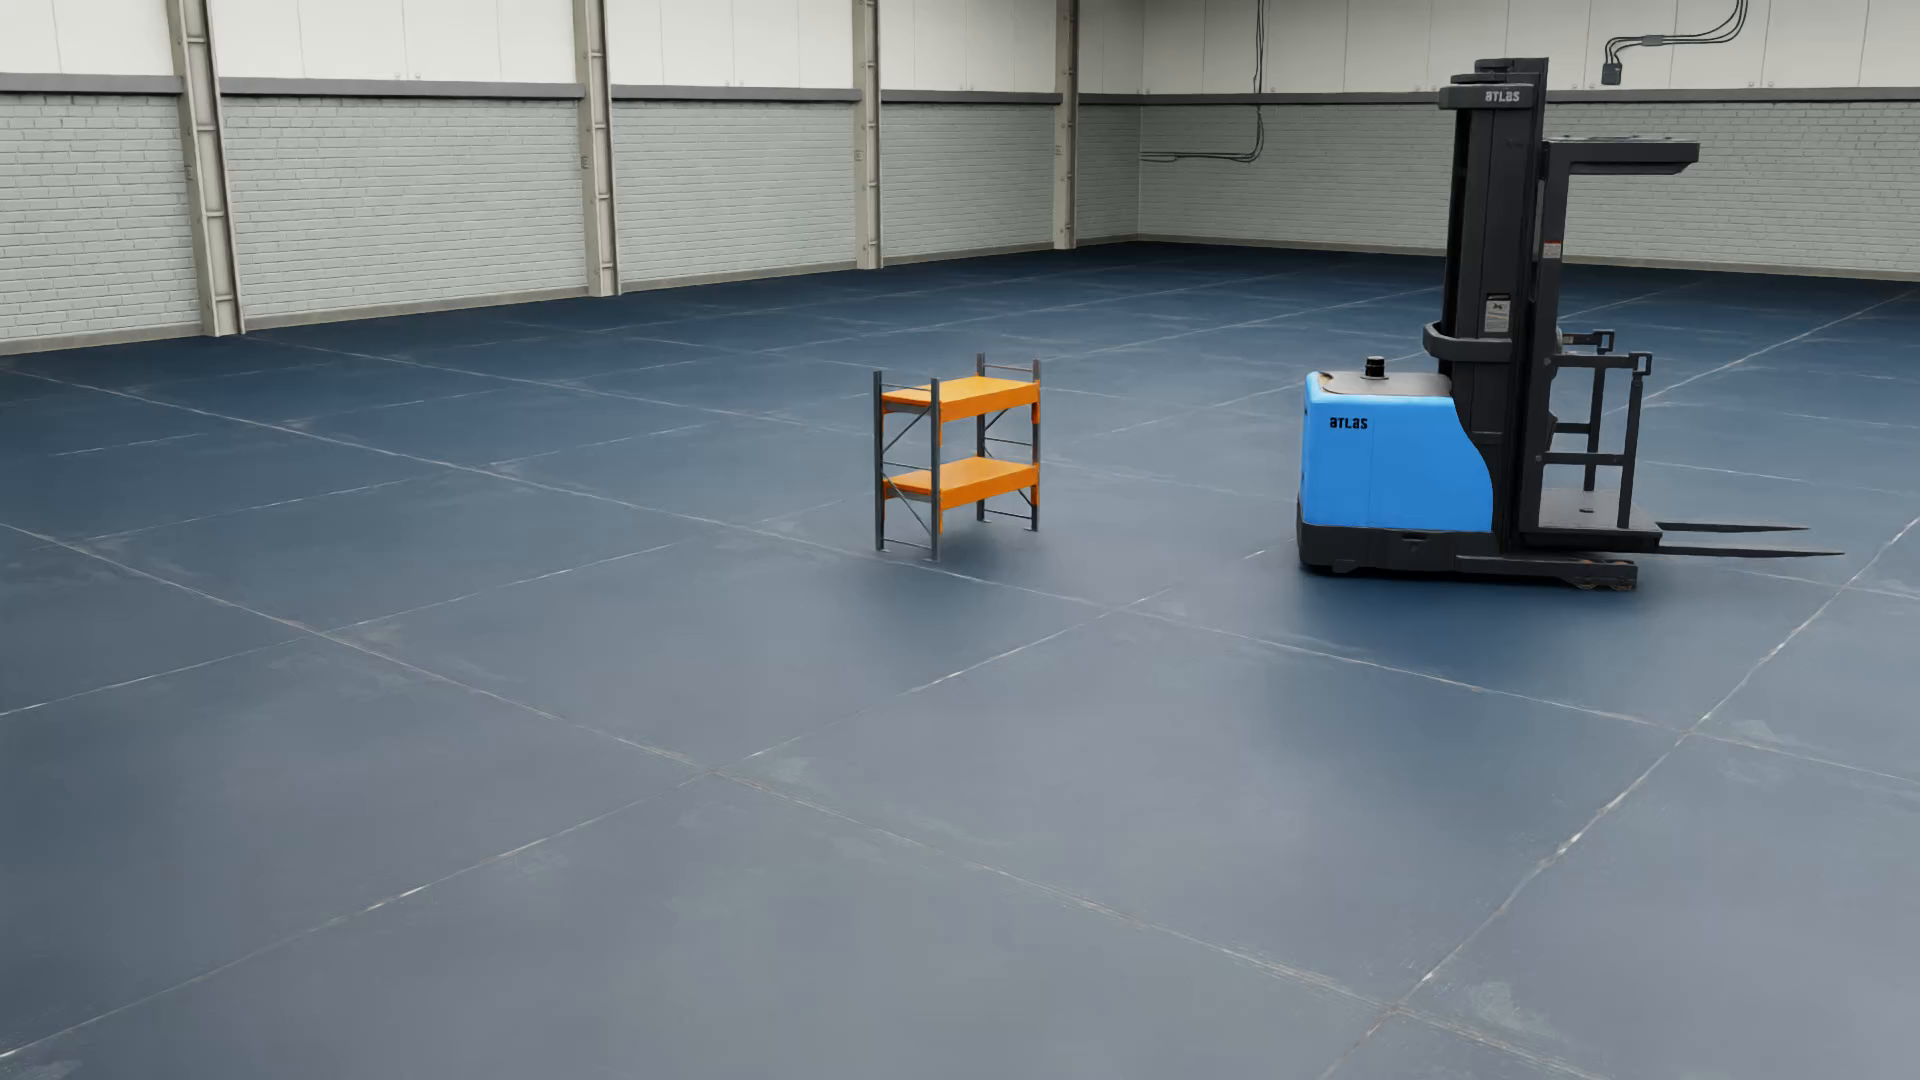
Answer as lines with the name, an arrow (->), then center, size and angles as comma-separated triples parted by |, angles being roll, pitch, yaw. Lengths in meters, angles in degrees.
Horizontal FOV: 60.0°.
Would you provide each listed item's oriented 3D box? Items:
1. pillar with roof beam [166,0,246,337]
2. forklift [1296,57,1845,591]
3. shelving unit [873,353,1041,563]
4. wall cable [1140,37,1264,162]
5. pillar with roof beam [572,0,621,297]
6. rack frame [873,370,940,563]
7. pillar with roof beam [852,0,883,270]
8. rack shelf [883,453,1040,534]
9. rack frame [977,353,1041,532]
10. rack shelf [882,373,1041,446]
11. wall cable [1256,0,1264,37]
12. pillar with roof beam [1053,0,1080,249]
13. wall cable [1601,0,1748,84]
pillar with roof beam -> -5.814, -6.259, 16.983 | 9.100, 9.000, 0.400 | 11, 18, 38
forklift -> 3.580, -1.272, 9.676 | 3.031, 2.935, 1.130 | 2, 14, 9
shelving unit -> -0.004, -0.544, 10.479 | 0.538, 1.125, 1.048 | 11, 18, 38
wall cable -> 5.031, -9.227, 34.973 | 3.097, 2.526, 0.112 | 11, 18, 38
pillar with roof beam -> -2.043, -7.408, 21.506 | 9.100, 9.000, 0.400 | 11, 18, 38
rack frame -> -0.324, -0.447, 10.096 | 0.500, 1.125, 0.032 | 11, 18, 38
pillar with roof beam -> 1.728, -8.557, 26.029 | 9.100, 9.000, 0.400 | 11, 18, 38
rack shelf -> -0.004, -0.307, 10.540 | 0.538, 0.278, 1.000 | 11, 18, 38
rack frame -> 0.315, -0.641, 10.863 | 0.500, 1.125, 0.032 | 11, 18, 38
rack shelf -> -0.004, -0.828, 10.407 | 0.538, 0.278, 1.000 | 11, 18, 38
wall cable -> 7.135, -11.256, 32.703 | 3.097, 2.526, 0.112 | 11, 18, 38
pillar with roof beam -> 5.499, -9.706, 30.553 | 9.100, 9.000, 0.400 | 11, 18, 38
wall cable -> 12.405, -10.908, 28.377 | 2.305, 6.003, 0.169 | 11, 18, 38
